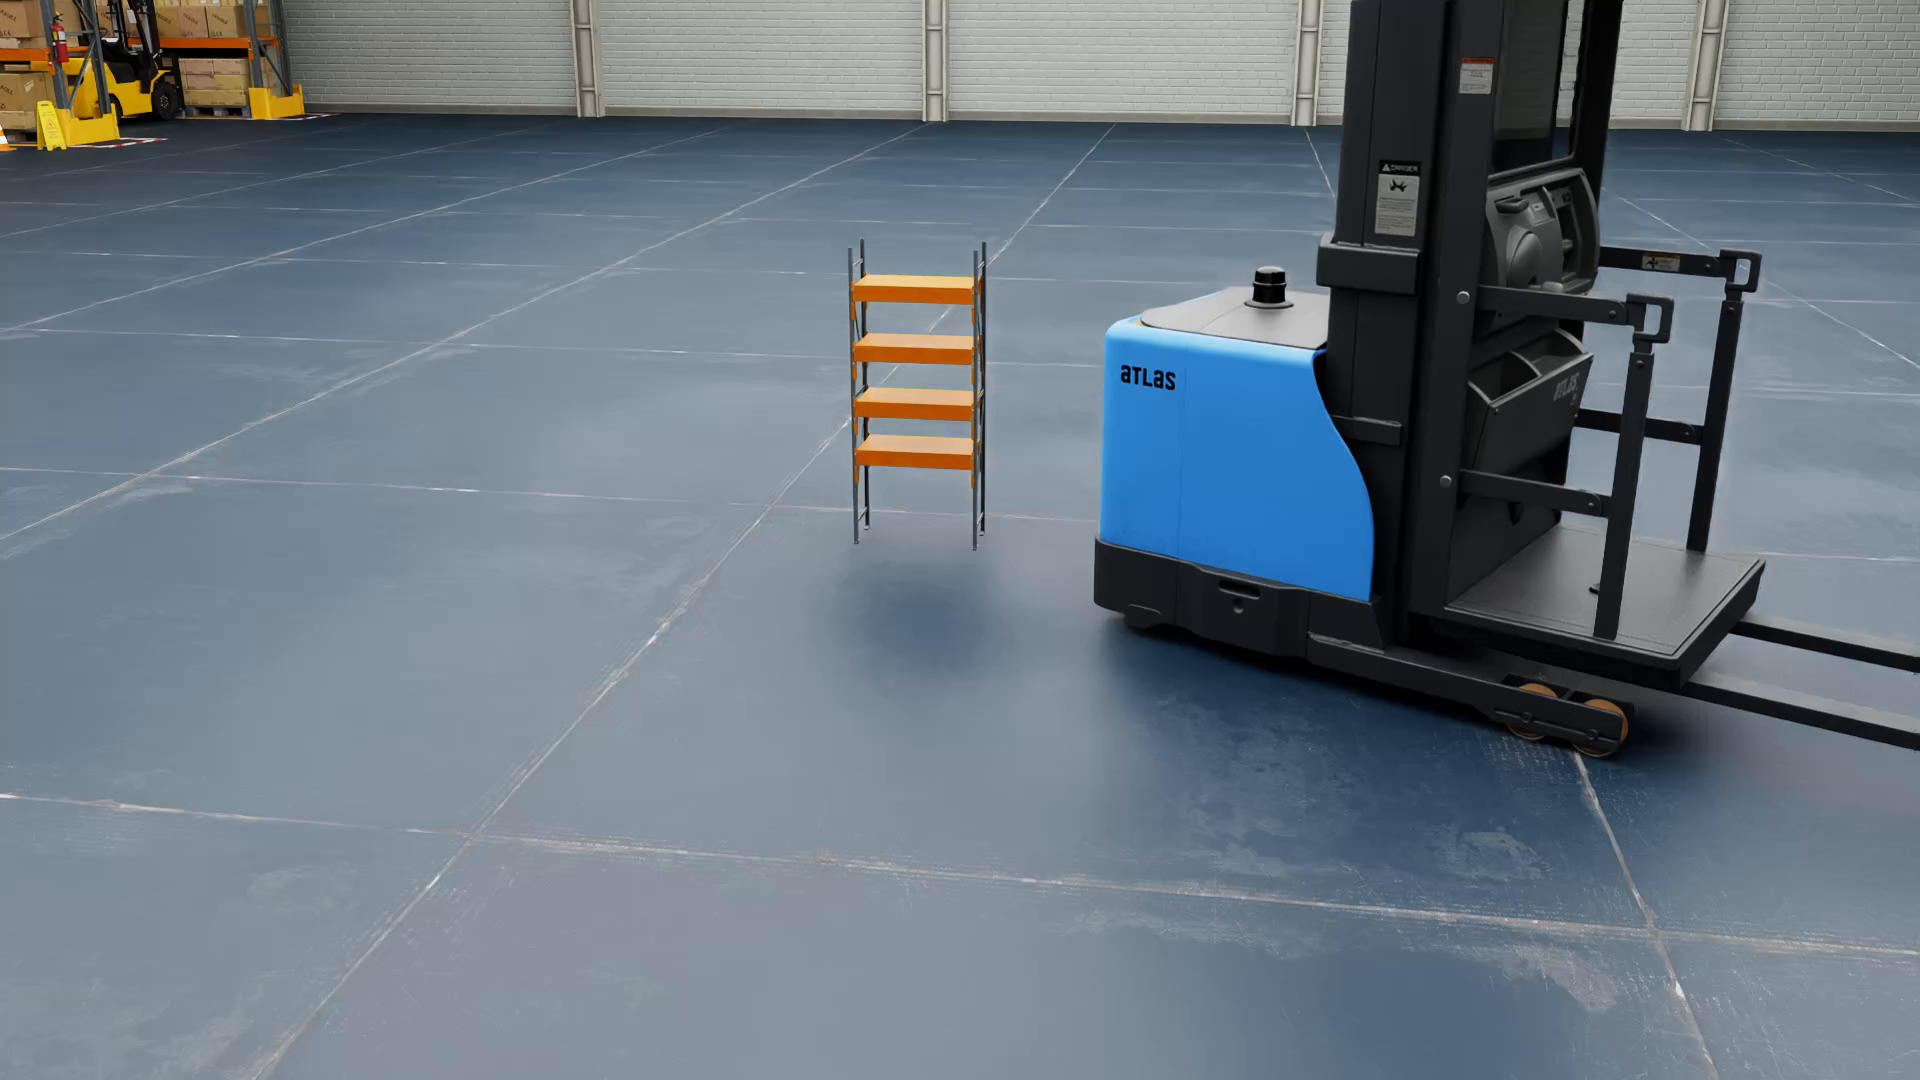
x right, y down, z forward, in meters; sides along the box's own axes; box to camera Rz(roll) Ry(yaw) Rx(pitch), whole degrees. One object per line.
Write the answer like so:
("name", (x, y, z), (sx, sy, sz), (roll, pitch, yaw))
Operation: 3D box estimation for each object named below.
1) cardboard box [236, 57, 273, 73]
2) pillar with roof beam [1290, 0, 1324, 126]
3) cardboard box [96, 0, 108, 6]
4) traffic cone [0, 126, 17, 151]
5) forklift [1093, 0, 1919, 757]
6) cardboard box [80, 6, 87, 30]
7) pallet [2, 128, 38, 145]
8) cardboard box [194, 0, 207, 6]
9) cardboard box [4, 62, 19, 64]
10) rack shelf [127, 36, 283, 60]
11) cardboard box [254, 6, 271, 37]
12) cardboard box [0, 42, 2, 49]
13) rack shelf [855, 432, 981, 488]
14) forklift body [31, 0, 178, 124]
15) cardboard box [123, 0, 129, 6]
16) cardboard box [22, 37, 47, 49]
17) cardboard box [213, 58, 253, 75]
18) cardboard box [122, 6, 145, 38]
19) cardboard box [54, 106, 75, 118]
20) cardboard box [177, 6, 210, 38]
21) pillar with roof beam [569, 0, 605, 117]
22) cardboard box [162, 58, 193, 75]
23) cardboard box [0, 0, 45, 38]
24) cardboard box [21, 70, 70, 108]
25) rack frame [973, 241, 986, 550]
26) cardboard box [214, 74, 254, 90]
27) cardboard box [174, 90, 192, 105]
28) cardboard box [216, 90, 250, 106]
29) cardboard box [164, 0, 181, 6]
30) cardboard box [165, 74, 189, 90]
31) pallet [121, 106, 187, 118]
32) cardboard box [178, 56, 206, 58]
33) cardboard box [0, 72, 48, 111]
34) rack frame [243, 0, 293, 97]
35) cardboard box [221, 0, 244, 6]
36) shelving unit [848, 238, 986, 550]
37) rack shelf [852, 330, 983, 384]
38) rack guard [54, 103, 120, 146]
("cardboard box", (-12.150, -8.142, 28.505), (0.500, 0.250, 0.500), (3, 19, 8))
("pillar with roof beam", (4.840, -9.597, 21.302), (0.400, 9.000, 9.100), (3, 19, 9))
("cardboard box", (-14.373, -9.080, 28.035), (0.250, 0.149, 0.380), (3, 19, 8))
("traffic cone", (-13.118, -5.548, 22.655), (0.334, 0.463, 0.336), (3, 19, 9))
("forklift", (1.957, -0.941, 4.998), (3.031, 2.935, 1.130), (13, 23, 35))
("cardboard box", (-14.741, -8.812, 28.256), (0.500, 0.500, 0.500), (3, 19, 10))
("pallet", (-13.360, -5.867, 24.005), (1.213, 0.211, 1.003), (3, 19, 9))
("cardboard box", (-12.596, -9.009, 27.822), (0.250, 0.149, 0.380), (3, 19, 10))
("cardboard box", (-16.937, -8.027, 29.148), (0.625, 0.625, 0.875), (3, 19, 8))
("rack shelf", (-13.680, -8.448, 28.459), (4.000, 0.370, 1.077), (3, 19, 9))
("cardboard box", (-12.150, -8.848, 28.363), (0.500, 0.500, 0.500), (4, 19, 10))
("cardboard box", (-13.410, -6.964, 23.285), (0.250, 0.149, 0.380), (3, 19, 8))
("rack shelf", (-0.163, -0.325, 6.722), (0.480, 0.148, 0.258), (3, 19, 9))
("forklift body", (-13.867, -7.810, 26.756), (1.214, 2.155, 2.313), (3, 19, 9))
("cardboard box", (-13.858, -9.063, 27.981), (0.250, 0.149, 0.380), (3, 19, 8))
("cardboard box", (-12.892, -6.966, 23.292), (0.250, 0.149, 0.380), (4, 19, 10))
("cardboard box", (-12.209, -7.984, 28.032), (0.500, 0.250, 0.500), (4, 19, 10))
("cardboard box", (-13.748, -8.755, 28.085), (0.500, 0.500, 0.500), (3, 19, 9))
("cardboard box", (-13.241, -6.156, 24.146), (0.500, 0.250, 0.500), (3, 19, 8))
("cardboard box", (-12.744, -8.708, 27.943), (0.500, 0.500, 0.500), (4, 19, 10))
("pillar with roof beam", (-7.009, -10.201, 23.107), (0.400, 9.000, 9.100), (3, 19, 9))
("cardboard box", (-13.214, -8.030, 28.170), (0.500, 0.250, 0.500), (3, 19, 9))
("cardboard box", (-13.068, -7.263, 23.156), (0.500, 0.500, 0.500), (3, 19, 8))
("cardboard box", (-13.265, -6.513, 24.030), (0.500, 0.500, 0.500), (2, 19, 7))
("rack frame", (0.077, -0.565, 6.601), (0.015, 1.200, 0.240), (3, 19, 9))
("cardboard box", (-12.235, -7.748, 28.115), (0.500, 0.250, 0.500), (3, 19, 8))
("cardboard box", (-13.201, -7.565, 28.356), (0.500, 0.250, 0.500), (3, 19, 9))
("cardboard box", (-12.219, -7.509, 28.189), (0.500, 0.250, 0.500), (3, 19, 9))
("cardboard box", (-13.110, -9.024, 27.866), (0.250, 0.149, 0.380), (2, 19, 7))
("cardboard box", (-13.242, -7.796, 28.258), (0.500, 0.250, 0.500), (2, 19, 7))
("pallet", (-13.668, -7.454, 28.748), (1.213, 0.211, 1.003), (3, 19, 9))
("cardboard box", (-13.136, -8.194, 28.662), (0.500, 0.250, 0.500), (3, 19, 8))
("cardboard box", (-13.321, -6.343, 23.523), (0.500, 0.500, 0.500), (3, 19, 9))
("rack frame", (-11.705, -8.689, 28.044), (0.127, 3.000, 1.000), (3, 19, 9))
("cardboard box", (-12.092, -8.974, 27.715), (0.250, 0.149, 0.380), (3, 19, 9))
("shelving unit", (-0.163, -0.577, 6.638), (0.503, 1.200, 0.258), (3, 19, 9))
("rack shelf", (-0.163, -0.726, 6.588), (0.480, 0.148, 0.258), (3, 19, 9))
("rack guard", (-12.564, -5.952, 23.804), (0.348, 0.500, 1.175), (3, 19, 9))
